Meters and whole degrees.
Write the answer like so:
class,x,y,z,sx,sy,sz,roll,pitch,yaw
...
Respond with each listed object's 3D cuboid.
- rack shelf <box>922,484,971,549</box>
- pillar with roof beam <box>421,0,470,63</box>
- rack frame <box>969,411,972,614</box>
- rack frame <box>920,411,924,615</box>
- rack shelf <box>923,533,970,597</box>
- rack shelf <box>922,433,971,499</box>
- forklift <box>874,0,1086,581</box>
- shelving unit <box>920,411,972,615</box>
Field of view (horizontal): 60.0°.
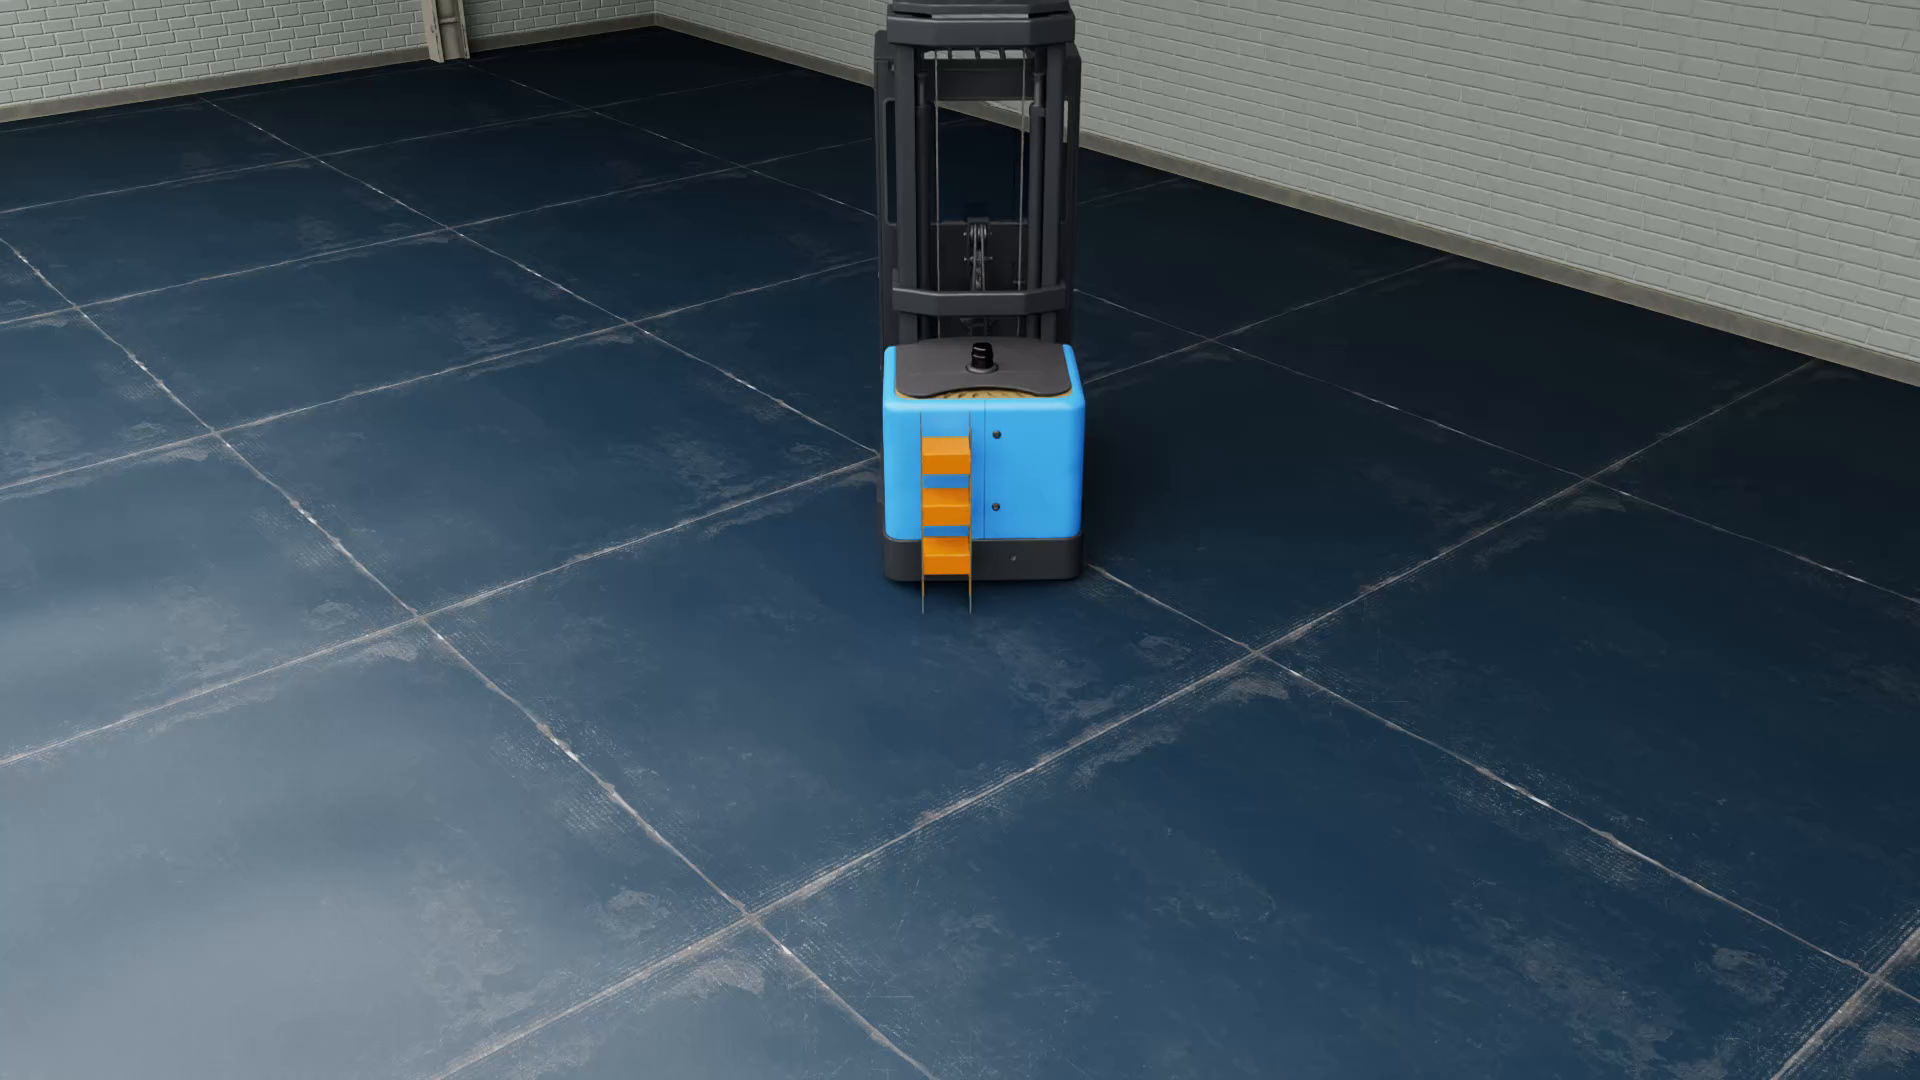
class,x,y,z,sx,sy,sz,roll,pitch,yaw
rack shelf,-0.070,-0.118,8.379,0.240,0.259,0.215,-1,28,-1
pillar with roof beam,-3.406,-8.280,15.196,0.400,9.000,9.100,-22,35,-35
rack frame,0.052,-0.129,8.377,0.008,1.050,0.200,-1,28,-1
rack frame,-0.192,-0.126,8.371,0.008,1.050,0.200,-1,28,-1
rack shelf,-0.070,0.127,8.510,0.240,0.259,0.215,-1,28,-1
rack shelf,-0.070,-0.368,8.245,0.240,0.259,0.215,-1,28,-1
forklift,0.083,-1.732,9.381,1.130,2.935,3.031,-1,28,-1
shelving unit,-0.070,-0.127,8.374,0.252,1.050,0.215,-1,28,-1
